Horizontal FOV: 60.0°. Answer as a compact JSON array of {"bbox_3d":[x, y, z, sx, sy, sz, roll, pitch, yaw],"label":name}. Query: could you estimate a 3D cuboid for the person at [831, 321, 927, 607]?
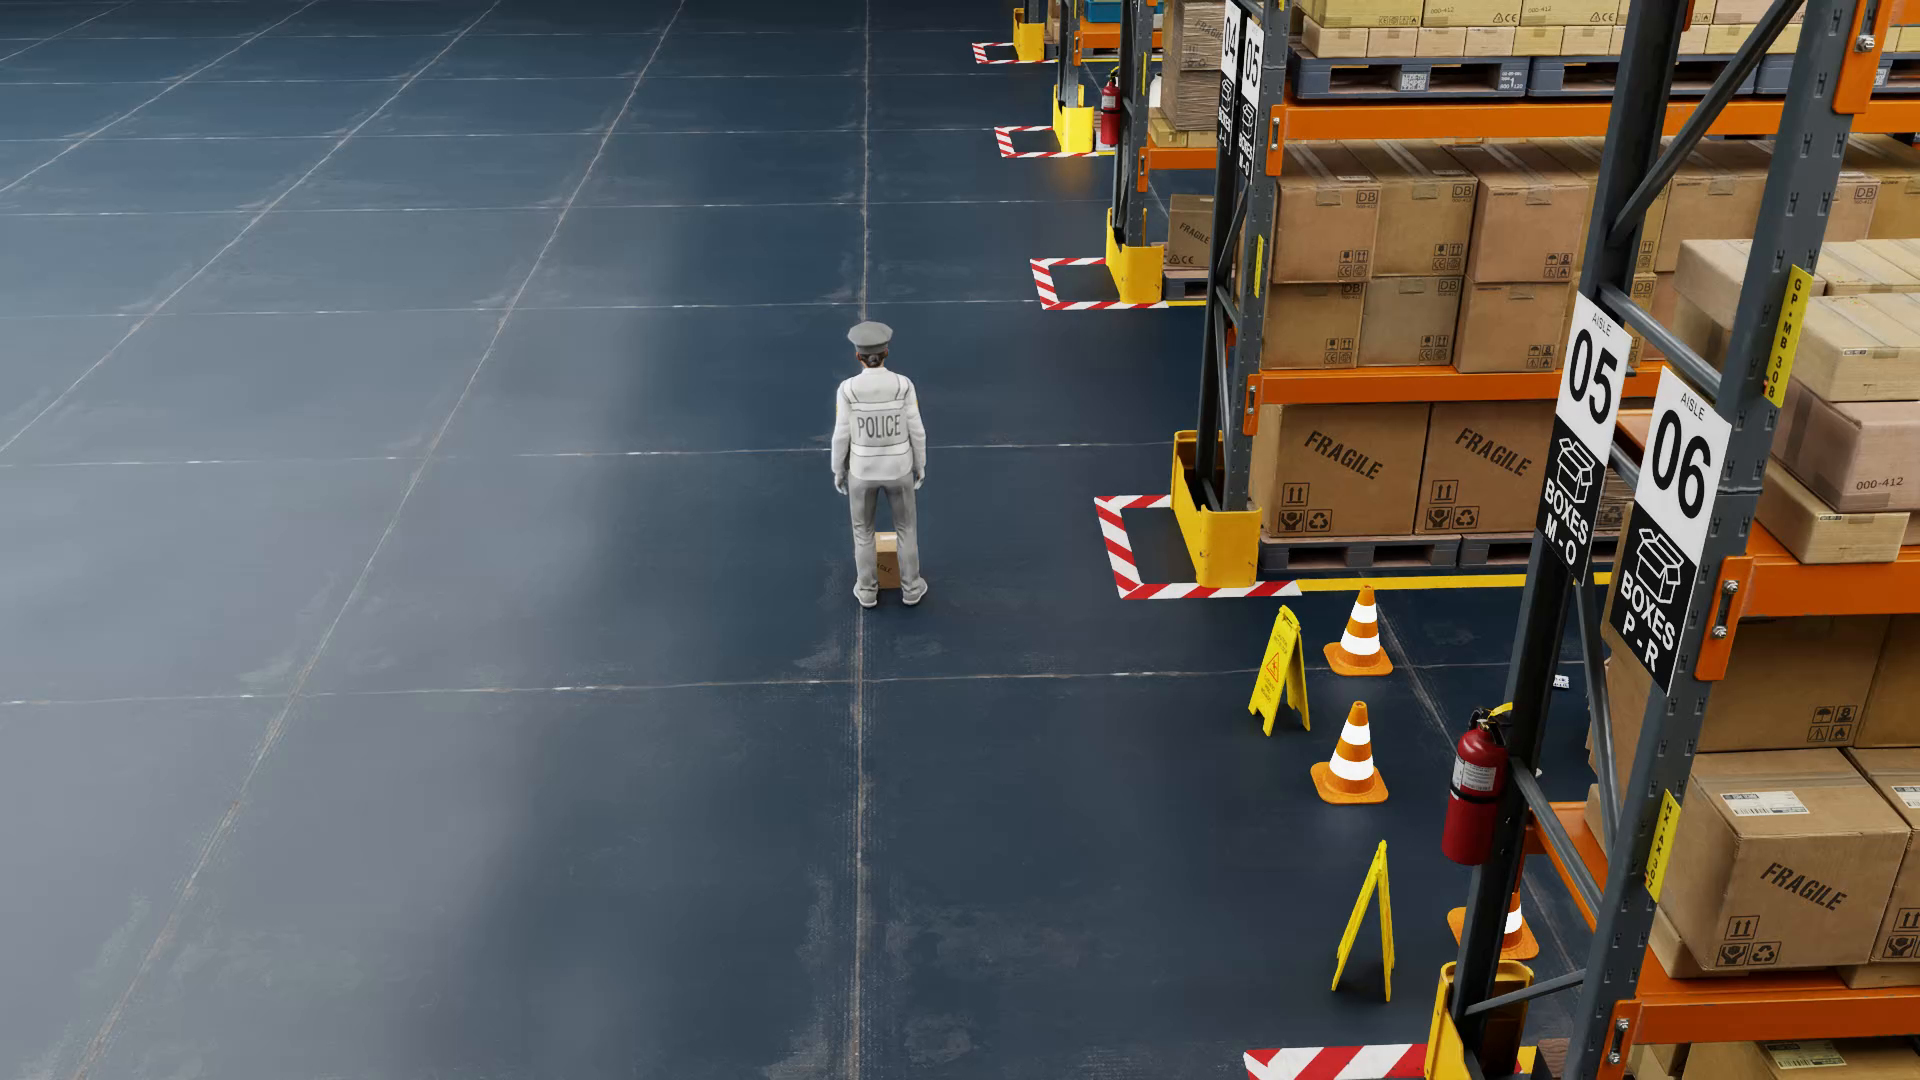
[{"bbox_3d":[-0.453,-0.390,9.360,0.539,1.662,0.374,-3,28,-6],"label":"person"}]
